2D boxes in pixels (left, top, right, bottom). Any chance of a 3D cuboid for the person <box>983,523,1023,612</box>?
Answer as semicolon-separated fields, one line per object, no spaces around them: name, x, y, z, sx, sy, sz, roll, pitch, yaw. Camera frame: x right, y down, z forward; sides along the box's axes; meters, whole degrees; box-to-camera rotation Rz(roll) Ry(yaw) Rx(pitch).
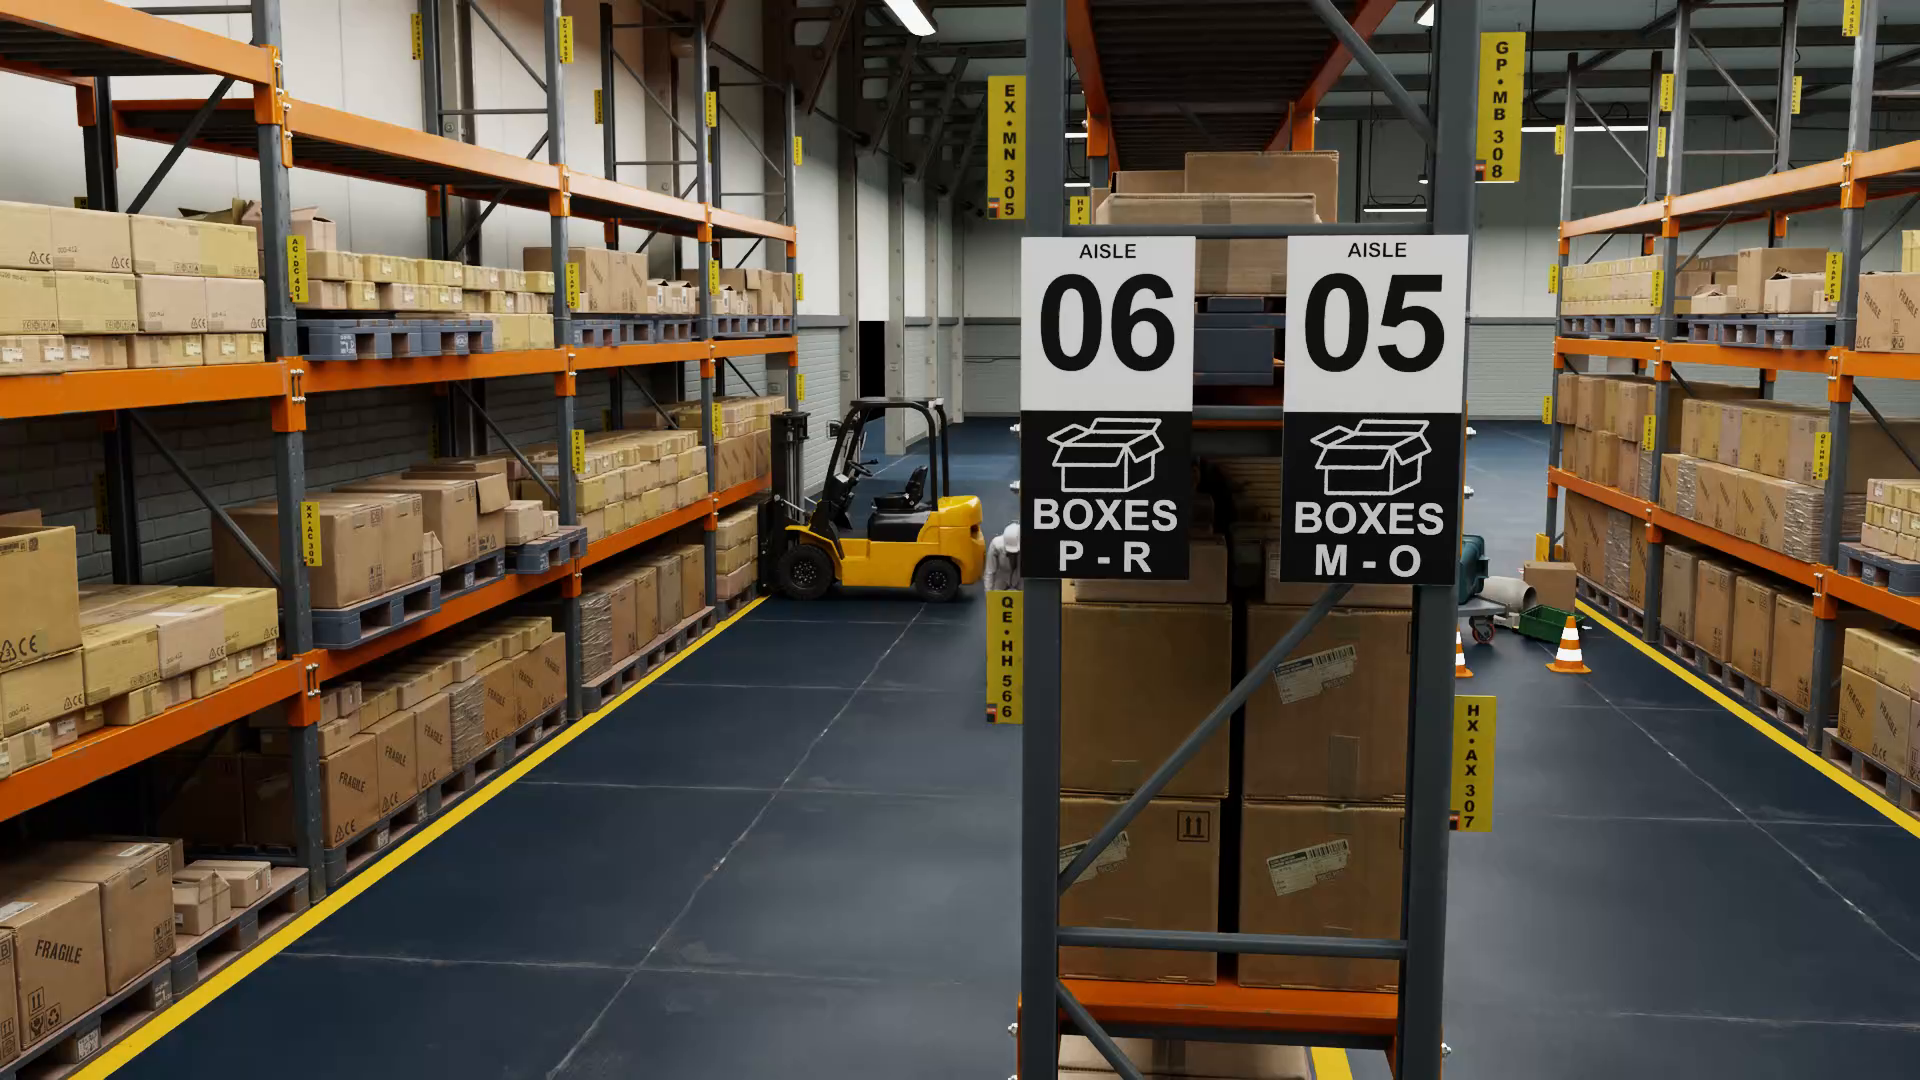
person;0.514;0.392;15.493;0.568;1.182;0.861;1;8;5
